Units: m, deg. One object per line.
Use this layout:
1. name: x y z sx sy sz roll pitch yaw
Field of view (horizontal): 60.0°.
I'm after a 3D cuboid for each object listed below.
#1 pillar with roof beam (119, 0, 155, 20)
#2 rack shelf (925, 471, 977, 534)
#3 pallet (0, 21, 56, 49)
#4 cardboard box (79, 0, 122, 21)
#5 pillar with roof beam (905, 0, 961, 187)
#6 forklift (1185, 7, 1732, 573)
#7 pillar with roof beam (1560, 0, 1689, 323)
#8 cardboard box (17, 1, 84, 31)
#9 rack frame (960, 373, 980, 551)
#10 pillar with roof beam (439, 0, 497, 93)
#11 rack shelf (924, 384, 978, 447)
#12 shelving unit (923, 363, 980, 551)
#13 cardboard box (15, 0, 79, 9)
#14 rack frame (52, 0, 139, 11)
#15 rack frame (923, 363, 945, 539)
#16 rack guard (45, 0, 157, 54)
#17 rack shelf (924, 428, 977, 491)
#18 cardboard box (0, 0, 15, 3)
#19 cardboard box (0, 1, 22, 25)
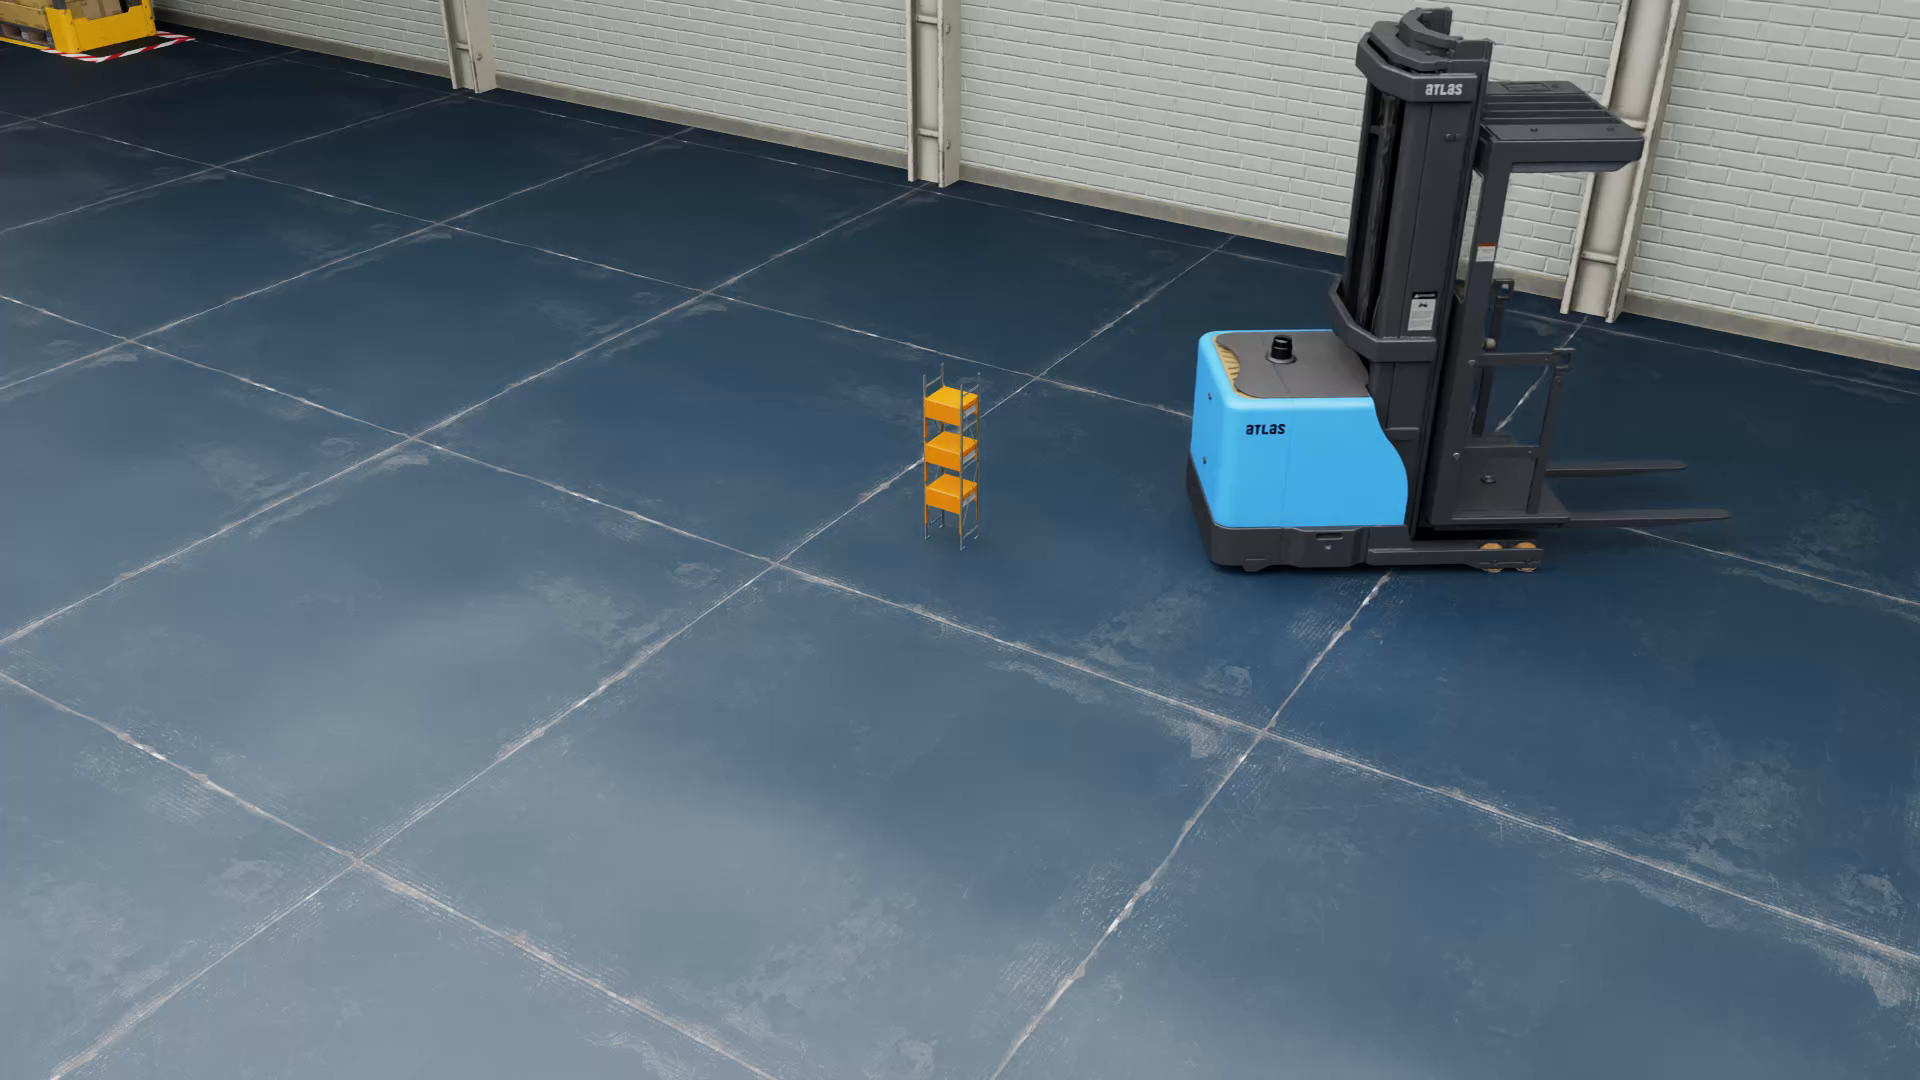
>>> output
1. pillar with roof beam: -12.691 -8.628 15.609 0.400 9.000 9.100 18 35 27
2. rack shelf: -0.045 -0.219 9.655 0.240 0.259 0.215 18 35 27
3. pallet: -10.961 -6.285 20.314 1.213 0.211 1.003 18 35 27
4. cardboard box: -10.603 -6.512 20.247 0.500 0.250 0.500 18 35 28
5. pillar with roof beam: -2.527 -5.413 10.099 0.400 9.000 9.100 18 35 27
6. forklift: 2.909 -1.348 9.153 3.031 2.935 1.130 -1 30 -2
7. pillar with roof beam: 2.555 -3.806 7.344 0.400 9.000 9.100 18 35 27
8. cardboard box: -10.857 -6.288 19.863 0.500 0.250 0.500 18 35 28
9. rack frame: 0.058 -0.435 9.454 0.008 1.050 0.200 18 35 27
10. pillar with roof beam: -7.609 -7.021 12.854 0.400 9.000 9.100 18 35 27
11. rack shelf: -0.045 -0.704 9.372 0.240 0.259 0.215 18 35 27
12. shelving unit: -0.045 -0.468 9.510 0.252 1.050 0.215 18 35 27
13. cardboard box: -10.870 -6.510 19.747 0.500 0.250 0.500 17 34 27
14. rack frame: -10.291 -7.303 19.291 0.127 3.000 1.000 18 35 27
15. rack frame: -0.149 -0.500 9.566 0.008 1.050 0.200 18 35 27
16. rack guard: -10.271 -6.217 19.910 0.348 0.500 1.175 18 35 27
17. rack shelf: -0.045 -0.459 9.515 0.240 0.259 0.215 18 35 27
18. cardboard box: -11.289 -6.648 19.985 0.500 0.250 0.500 17 34 27
19. cardboard box: -11.273 -6.425 20.098 0.500 0.250 0.500 18 35 27
